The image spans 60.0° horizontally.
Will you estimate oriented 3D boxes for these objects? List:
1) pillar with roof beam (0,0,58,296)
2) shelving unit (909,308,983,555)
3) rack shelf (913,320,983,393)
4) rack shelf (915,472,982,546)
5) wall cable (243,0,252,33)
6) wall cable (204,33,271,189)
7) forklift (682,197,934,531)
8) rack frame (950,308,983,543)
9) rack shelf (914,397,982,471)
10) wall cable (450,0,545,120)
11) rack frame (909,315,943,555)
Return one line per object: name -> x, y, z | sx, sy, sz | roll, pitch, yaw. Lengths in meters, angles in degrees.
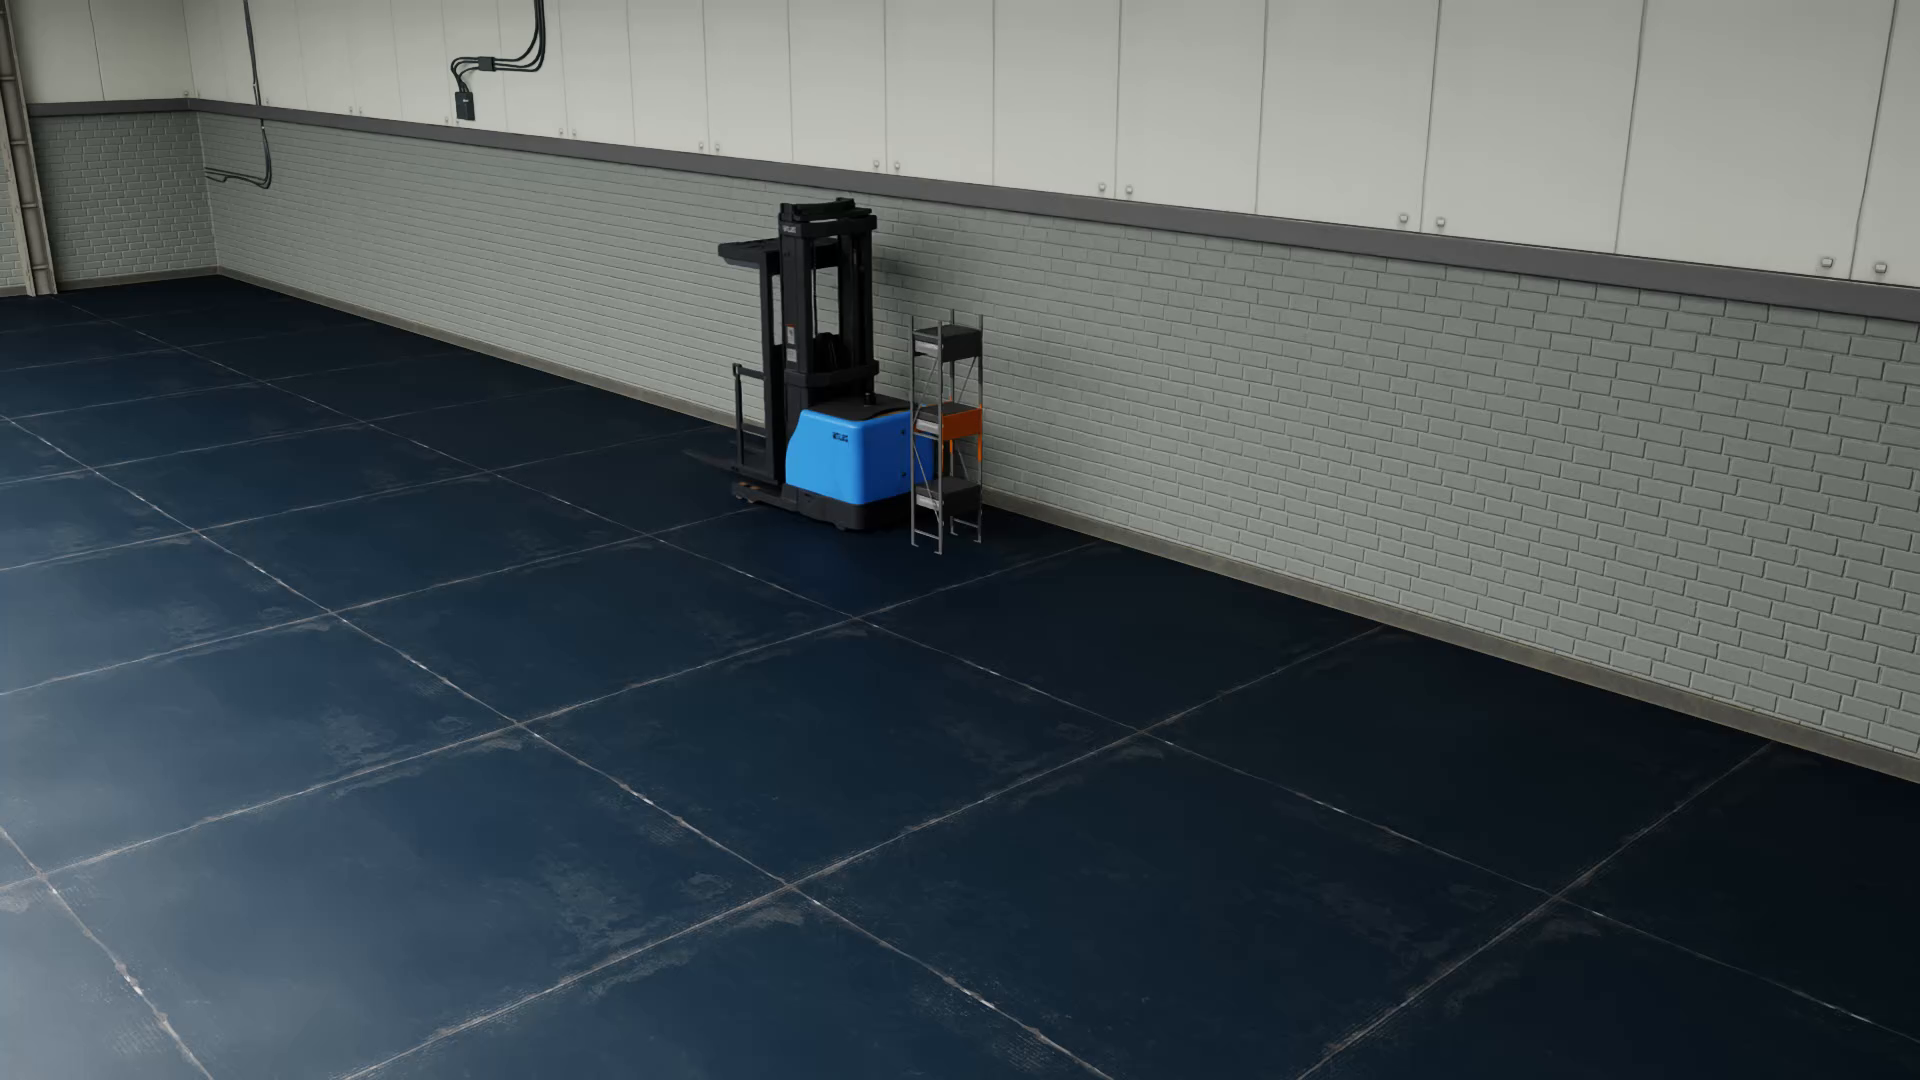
pillar with roof beam -> -12.528, -7.469, 23.696 | 0.400, 9.000, 9.100 | -16, 24, -41
shelving unit -> -0.120, -0.964, 14.818 | 0.503, 2.100, 0.431 | -16, 24, -41
rack shelf -> -0.120, -1.617, 14.606 | 0.480, 0.518, 0.431 | -16, 24, -41
rack shelf -> -0.120, -0.285, 15.038 | 0.480, 0.518, 0.431 | -16, 24, -41
wall cable -> -10.577, -9.081, 25.513 | 0.112, 2.526, 3.097 | -16, 24, -41
wall cable -> -12.436, -7.285, 28.162 | 0.112, 2.526, 3.097 | -16, 24, -41
forklift -> -1.618, -1.852, 16.210 | 1.130, 2.935, 3.031 | -17, 24, -41
rack frame -> 0.057, -1.015, 14.977 | 0.015, 2.100, 0.400 | -16, 24, -41
rack shelf -> -0.120, -0.951, 14.822 | 0.480, 0.518, 0.431 | -16, 24, -41
wall cable -> -5.925, -8.249, 20.586 | 0.169, 6.003, 2.305 | -16, 24, -41
rack frame -> -0.298, -0.912, 14.659 | 0.015, 2.100, 0.400 | -16, 24, -41
